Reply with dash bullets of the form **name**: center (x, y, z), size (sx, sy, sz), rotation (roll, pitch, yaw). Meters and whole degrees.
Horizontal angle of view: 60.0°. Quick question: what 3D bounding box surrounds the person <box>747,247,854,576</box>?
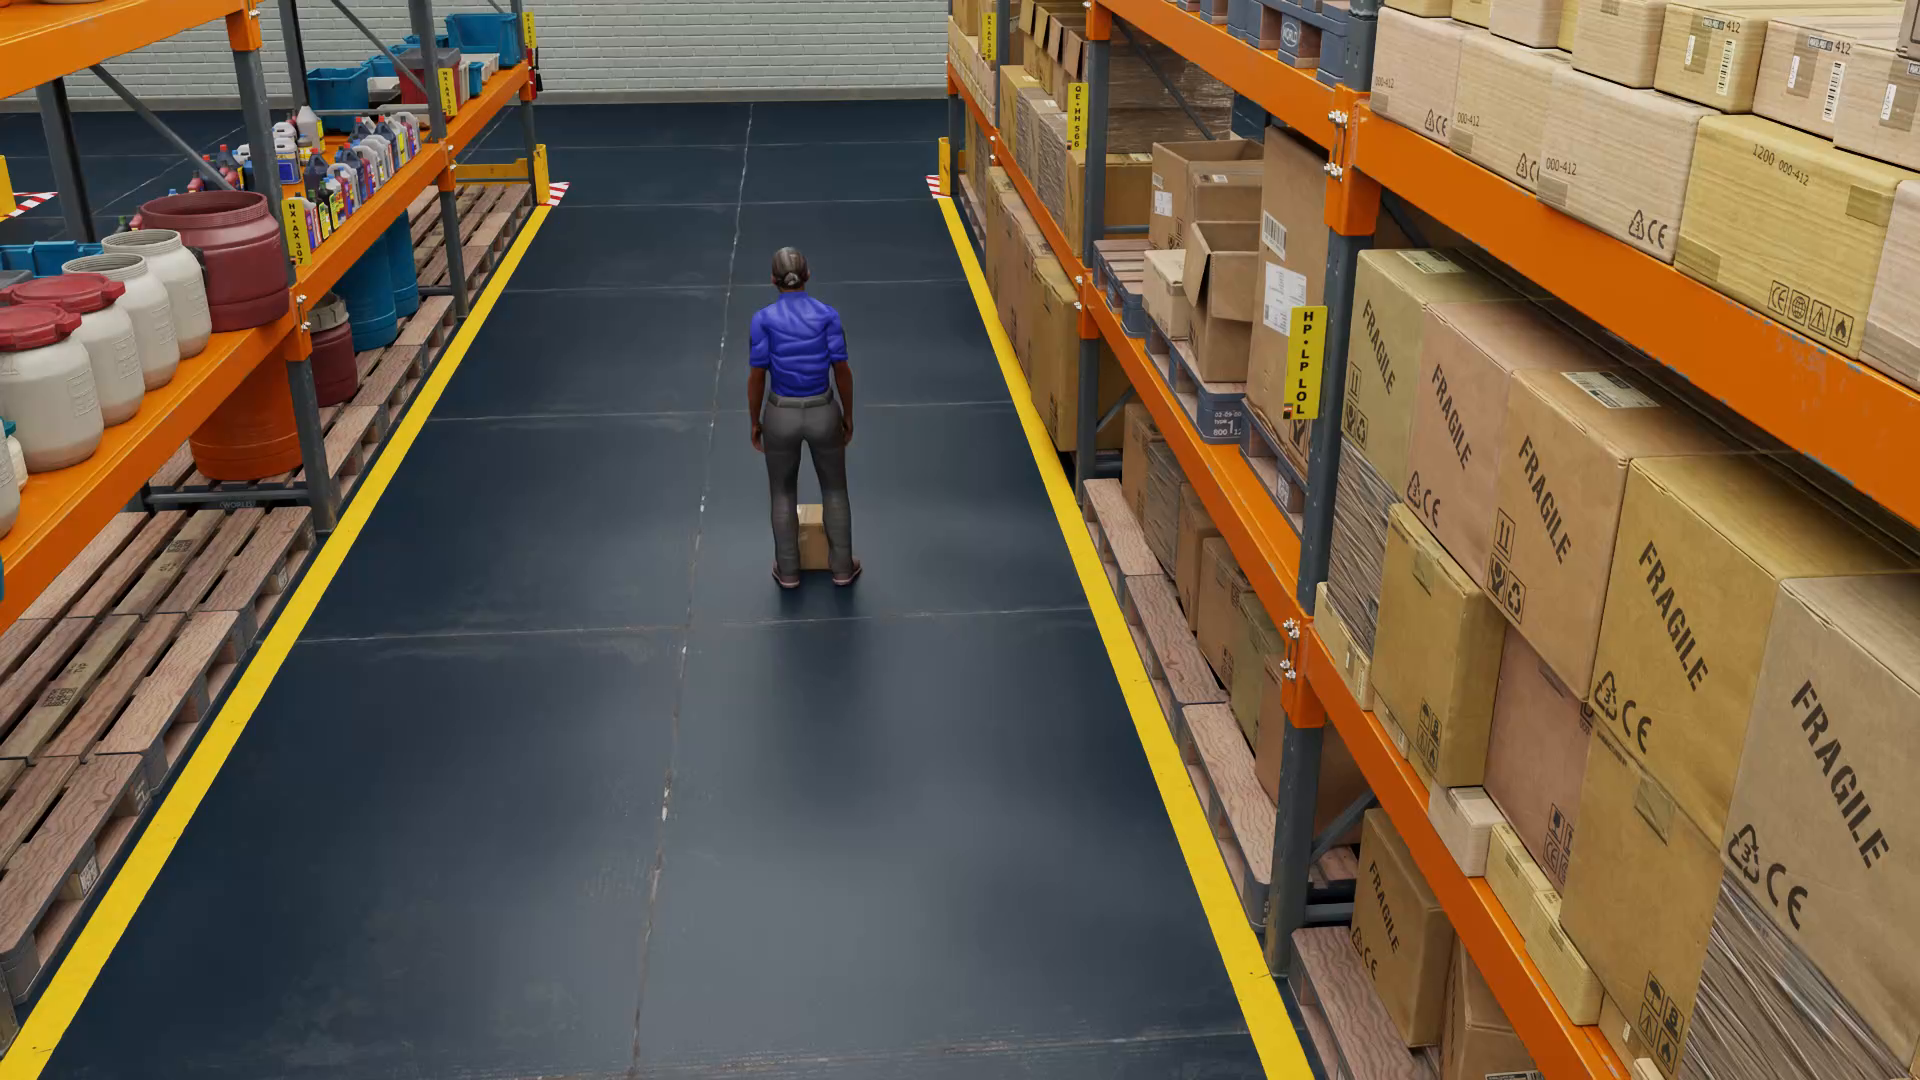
- **person**: center (-0.751, -0.594, 7.863), size (0.494, 1.583, 0.348), rotation (-4, 24, -8)
